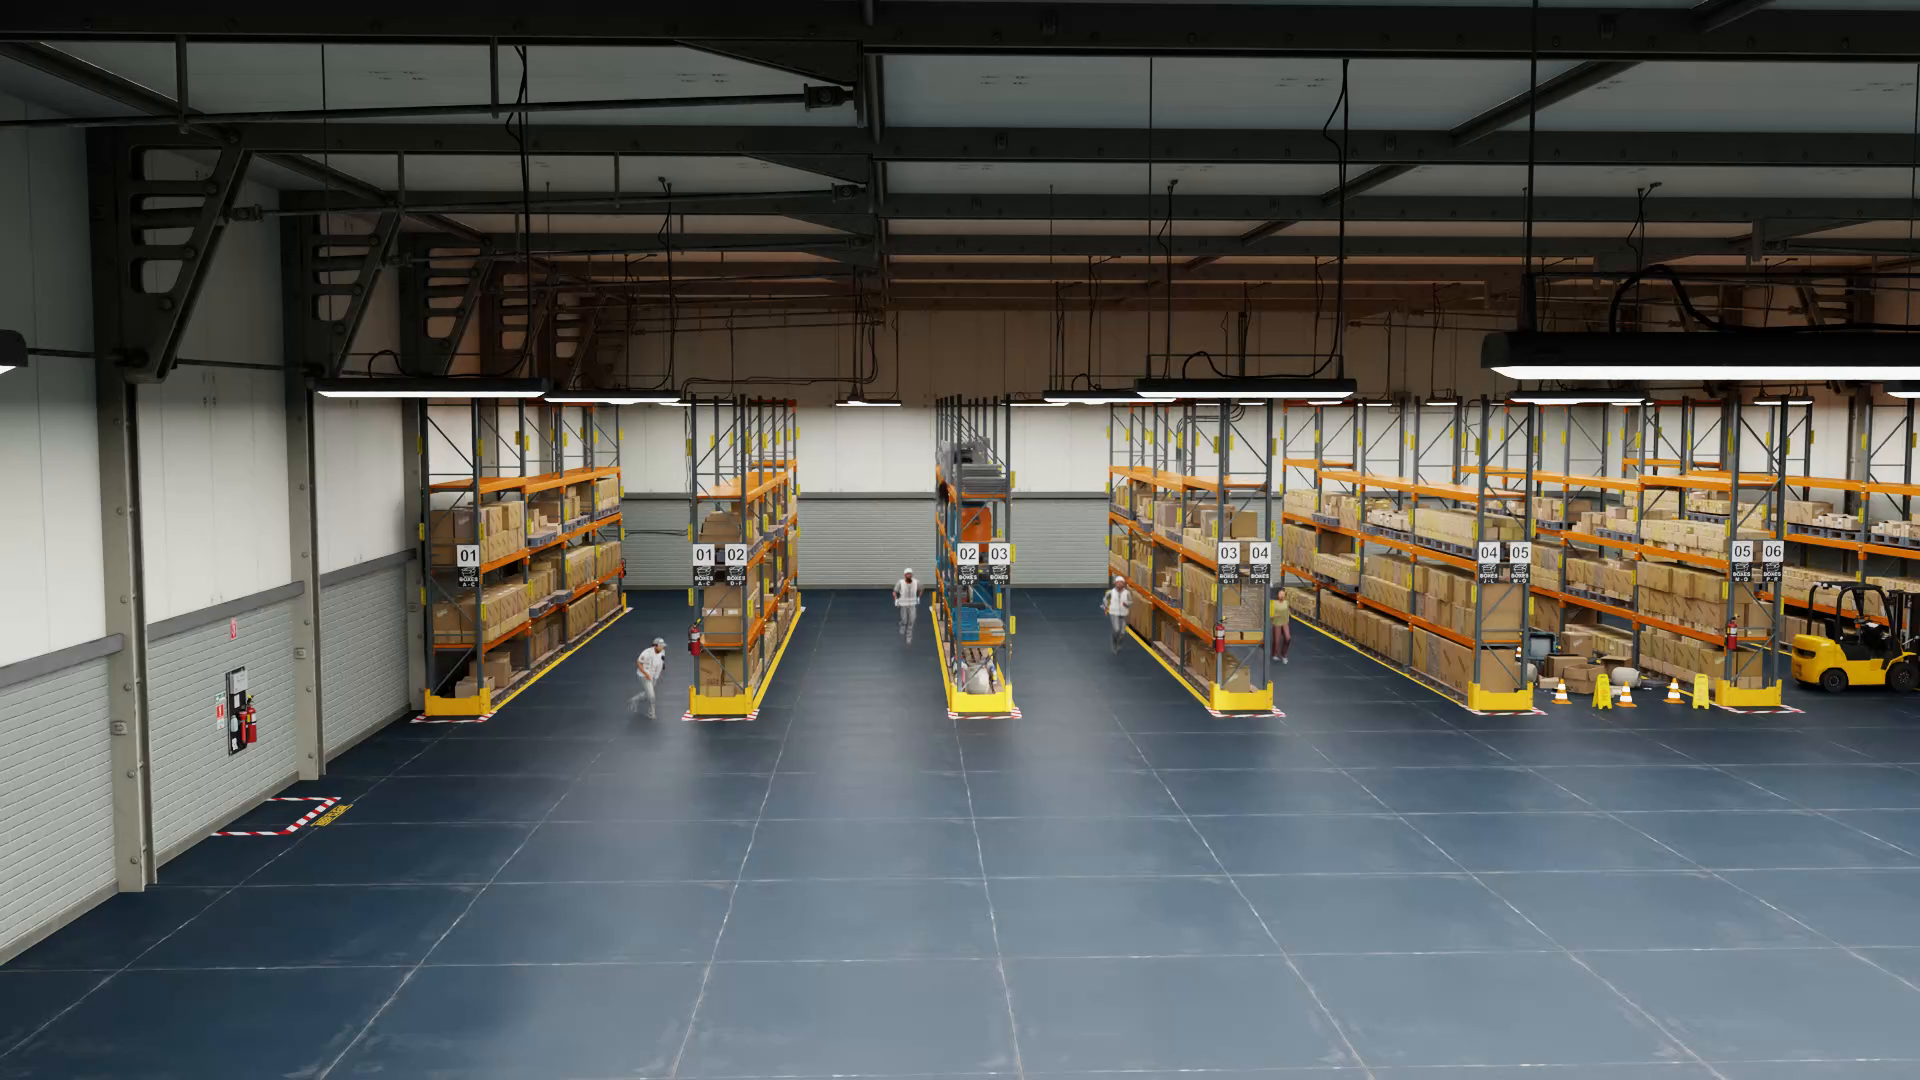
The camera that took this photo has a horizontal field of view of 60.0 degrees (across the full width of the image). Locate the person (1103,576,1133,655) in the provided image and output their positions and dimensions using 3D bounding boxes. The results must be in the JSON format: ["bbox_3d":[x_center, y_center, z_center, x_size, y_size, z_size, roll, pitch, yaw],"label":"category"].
[{"bbox_3d":[3.612,1.713,37.756,0.614,1.787,0.724,-1,5,-9],"label":"person"}]

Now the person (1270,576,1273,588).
[{"bbox_3d":[8.245,1.398,45.379,0.607,1.453,1.076,1,5,15],"label":"person"}]

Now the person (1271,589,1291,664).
[{"bbox_3d":[7.227,1.950,37.552,0.588,1.701,0.687,-1,5,-11],"label":"person"}]

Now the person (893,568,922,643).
[{"bbox_3d":[-1.214,1.520,38.873,0.696,1.745,0.667,-1,5,-12],"label":"person"}]

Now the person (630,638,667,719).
[{"bbox_3d":[-5.805,2.562,30.912,1.010,1.555,0.577,4,6,41],"label":"person"}]
